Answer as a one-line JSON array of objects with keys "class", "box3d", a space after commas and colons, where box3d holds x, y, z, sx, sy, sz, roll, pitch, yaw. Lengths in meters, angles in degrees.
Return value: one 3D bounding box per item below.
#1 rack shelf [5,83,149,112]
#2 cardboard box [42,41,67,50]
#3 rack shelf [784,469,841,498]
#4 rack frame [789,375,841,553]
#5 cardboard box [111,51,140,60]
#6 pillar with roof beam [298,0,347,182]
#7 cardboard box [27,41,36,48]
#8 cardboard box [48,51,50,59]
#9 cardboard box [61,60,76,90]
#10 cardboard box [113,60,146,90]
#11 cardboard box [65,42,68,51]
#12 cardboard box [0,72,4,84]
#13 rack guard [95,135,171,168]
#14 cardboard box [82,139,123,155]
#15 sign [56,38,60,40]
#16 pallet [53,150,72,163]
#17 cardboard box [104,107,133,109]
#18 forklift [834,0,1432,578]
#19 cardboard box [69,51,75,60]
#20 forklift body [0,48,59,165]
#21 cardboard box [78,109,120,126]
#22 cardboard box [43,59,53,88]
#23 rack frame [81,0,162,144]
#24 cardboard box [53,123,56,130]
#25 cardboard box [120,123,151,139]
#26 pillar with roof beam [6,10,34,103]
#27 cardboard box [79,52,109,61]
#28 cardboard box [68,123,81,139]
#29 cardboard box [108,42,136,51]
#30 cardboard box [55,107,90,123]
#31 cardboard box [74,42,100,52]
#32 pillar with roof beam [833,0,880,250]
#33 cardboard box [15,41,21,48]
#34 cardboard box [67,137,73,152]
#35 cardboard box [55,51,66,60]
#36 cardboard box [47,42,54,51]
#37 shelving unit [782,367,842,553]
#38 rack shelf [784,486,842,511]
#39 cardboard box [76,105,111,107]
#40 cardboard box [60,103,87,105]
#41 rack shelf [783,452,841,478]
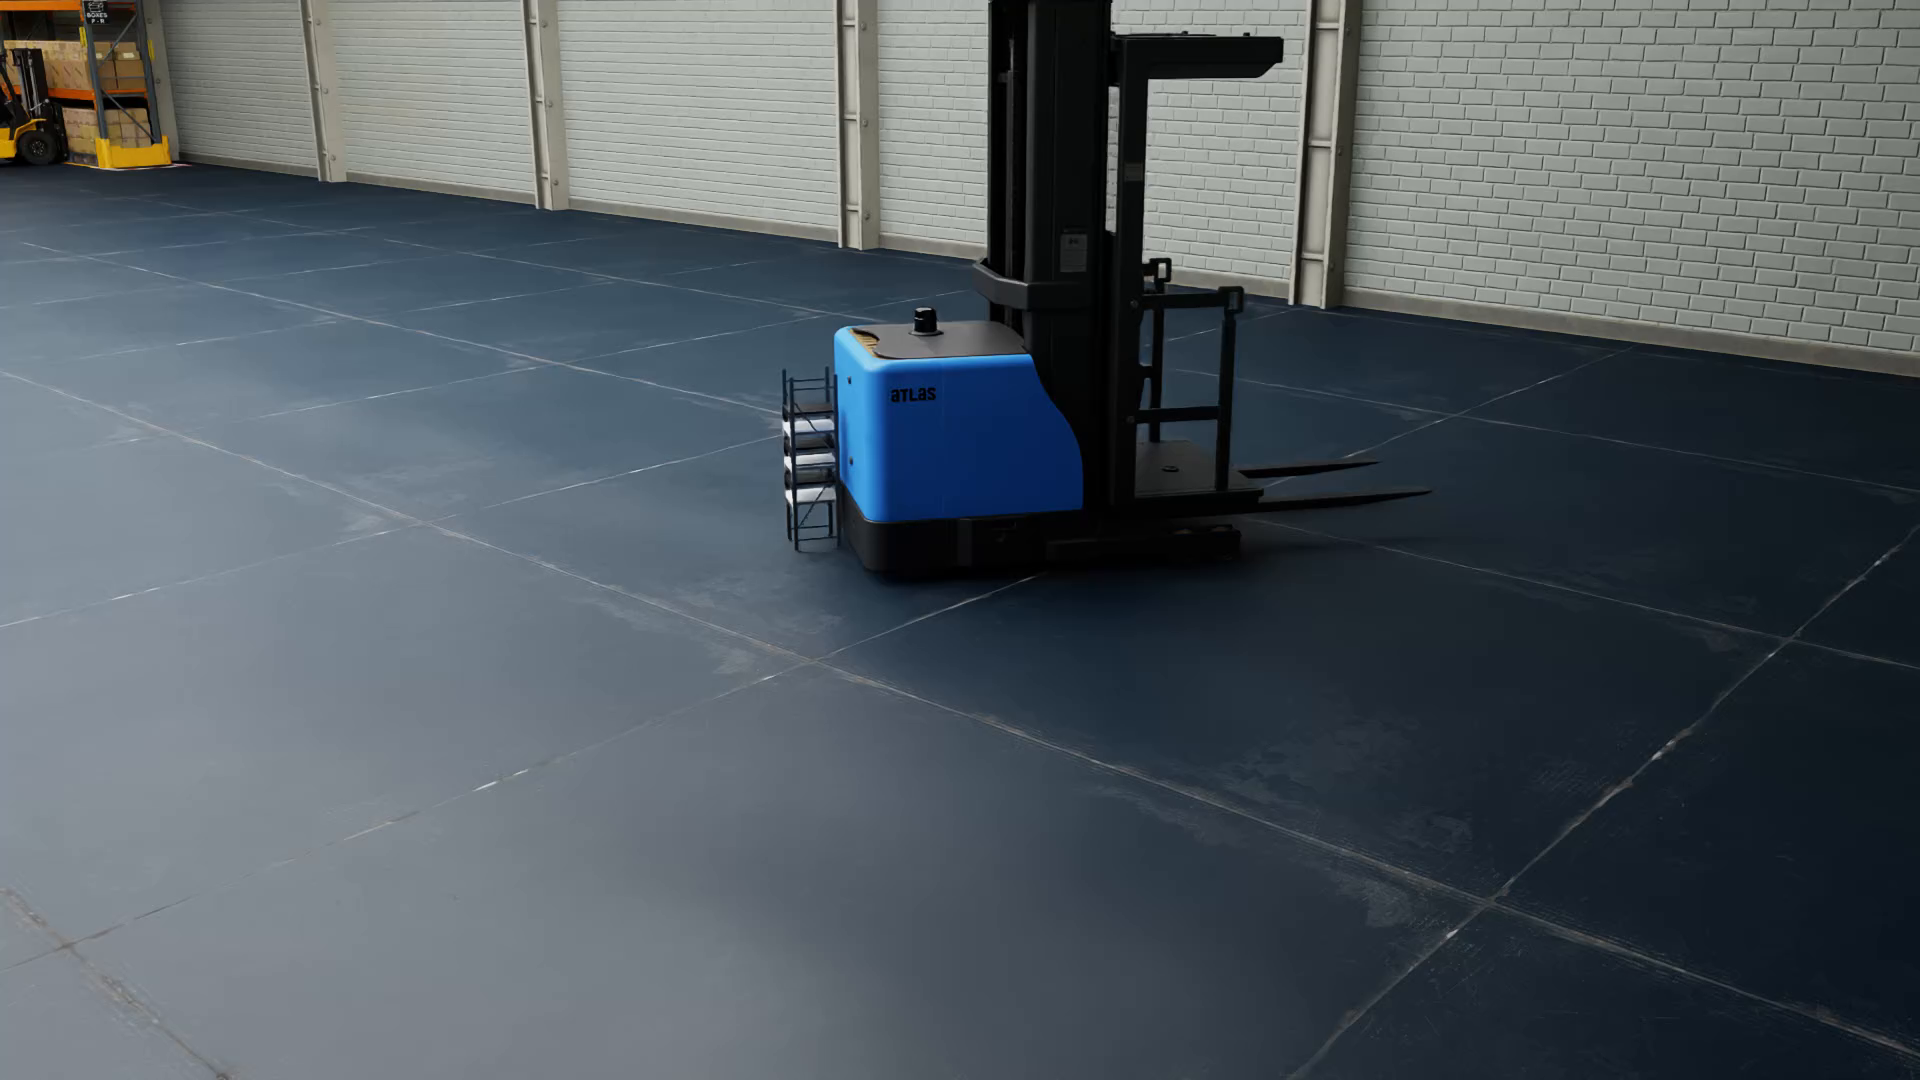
[{"class": "rack shelf", "box3d": [-16.205, -8.165, 30.569, 4.000, 0.370, 1.077, 15, 23, 39]}, {"class": "cardboard box", "box3d": [-16.445, -8.990, 30.251, 0.250, 0.149, 0.380, 15, 23, 39]}, {"class": "rack shelf", "box3d": [-0.749, -0.288, 8.438, 0.258, 0.077, 0.200, -5, 18, -15]}, {"class": "rack frame", "box3d": [-0.721, -0.376, 8.307, 0.240, 0.900, 0.006, -5, 18, -15]}, {"class": "cardboard box", "box3d": [-14.791, -8.590, 29.481, 0.250, 0.149, 0.380, 14, 23, 38]}, {"class": "pillar with roof beam", "box3d": [-13.002, -9.131, 22.505, 0.400, 9.000, 9.100, 15, 23, 39]}, {"class": "cardboard box", "box3d": [-16.871, -9.075, 30.517, 0.250, 0.149, 0.380, 15, 23, 38]}, {"class": "cardboard box", "box3d": [-16.257, -8.792, 30.118, 0.250, 0.149, 0.380, 15, 23, 39]}, {"class": "cardboard box", "box3d": [-15.634, -8.299, 29.639, 0.500, 0.500, 0.500, 16, 24, 41]}, {"class": "cardboard box", "box3d": [-14.895, -8.316, 29.691, 0.500, 0.500, 0.500, 16, 24, 41]}, {"class": "cardboard box", "box3d": [-15.673, -8.785, 29.604, 0.250, 0.149, 0.380, 15, 23, 40]}, {"class": "cardboard box", "box3d": [-18.252, -8.880, 31.881, 0.500, 0.250, 0.500, 16, 23, 40]}, {"class": "rack guard", "box3d": [-14.691, -6.910, 29.558, 0.348, 0.500, 1.175, 15, 23, 39]}, {"class": "cardboard box", "box3d": [-15.270, -7.019, 29.619, 0.500, 0.250, 0.500, 15, 23, 40]}, {"class": "sign", "box3d": [-17.334, -9.485, 31.979, 0.005, 0.325, 0.100, 15, 23, 39]}, {"class": "pallet", "box3d": [-16.217, -7.166, 30.843, 1.213, 0.211, 1.003, 15, 23, 39]}, {"class": "cardboard box", "box3d": [-15.319, -7.711, 30.149, 0.500, 0.250, 0.500, 15, 23, 39]}, {"class": "forklift", "box3d": [0.918, -1.432, 8.279, 3.031, 2.935, 1.130, -4, 18, -13]}, {"class": "cardboard box", "box3d": [-15.519, -8.580, 29.450, 0.250, 0.149, 0.380, 16, 23, 40]}, {"class": "forklift body", "box3d": [-17.339, -7.669, 29.222, 1.214, 2.155, 2.313, 15, 23, 39]}, {"class": "cardboard box", "box3d": [-15.261, -7.494, 29.465, 0.500, 0.250, 0.500, 16, 24, 41]}, {"class": "cardboard box", "box3d": [-16.400, -8.501, 30.273, 0.500, 0.500, 0.500, 15, 23, 40]}, {"class": "rack frame", "box3d": [-14.709, -8.106, 29.195, 0.127, 3.000, 1.000, 15, 23, 39]}, {"class": "cardboard box", "box3d": [-16.421, -7.564, 30.513, 0.500, 0.250, 0.500, 15, 23, 39]}, {"class": "cardboard box", "box3d": [-14.923, -7.375, 29.917, 0.500, 0.250, 0.500, 16, 23, 40]}, {"class": "pillar with roof beam", "box3d": [-21.977, -11.540, 30.097, 0.400, 9.000, 9.100, 15, 23, 39]}, {"class": "cardboard box", "box3d": [-15.155, -8.469, 29.101, 0.250, 0.149, 0.380, 15, 23, 40]}, {"class": "cardboard box", "box3d": [-15.649, -7.364, 29.882, 0.500, 0.250, 0.500, 15, 23, 39]}, {"class": "cardboard box", "box3d": [-14.819, -8.720, 29.401, 0.250, 0.149, 0.380, 14, 23, 38]}, {"class": "cardboard box", "box3d": [-16.031, -7.694, 30.096, 0.500, 0.250, 0.500, 15, 23, 40]}, {"class": "cardboard box", "box3d": [-15.322, -8.671, 29.247, 0.250, 0.149, 0.380, 15, 23, 39]}, {"class": "pillar with roof beam", "box3d": [-4.026, -6.721, 14.913, 0.400, 9.000, 9.100, 15, 23, 39]}, {"class": "cardboard box", "box3d": [-17.392, -9.249, 31.066, 0.250, 0.149, 0.380, 15, 23, 40]}, {"class": "cardboard box", "box3d": [-16.004, -7.223, 30.264, 0.500, 0.250, 0.500, 15, 23, 40]}, {"class": "cardboard box", "box3d": [-15.928, -8.675, 29.750, 0.250, 0.149, 0.380, 14, 22, 38]}, {"class": "cardboard box", "box3d": [-16.138, -8.863, 29.849, 0.250, 0.149, 0.380, 16, 23, 40]}, {"class": "shelving unit", "box3d": [-0.749, -0.405, 8.401, 0.258, 0.900, 0.210, -5, 18, -15]}, {"class": "rack shelf", "box3d": [-0.749, -0.202, 8.465, 0.258, 0.077, 0.200, -5, 18, -15]}, {"class": "cardboard box", "box3d": [-16.065, -7.918, 30.802, 0.500, 0.250, 0.500, 14, 23, 38]}, {"class": "cardboard box", "box3d": [-16.816, -8.122, 31.443, 0.500, 0.250, 0.500, 15, 23, 38]}, {"class": "rack shelf", "box3d": [-0.749, -0.374, 8.411, 0.258, 0.077, 0.200, -5, 18, -15]}]
